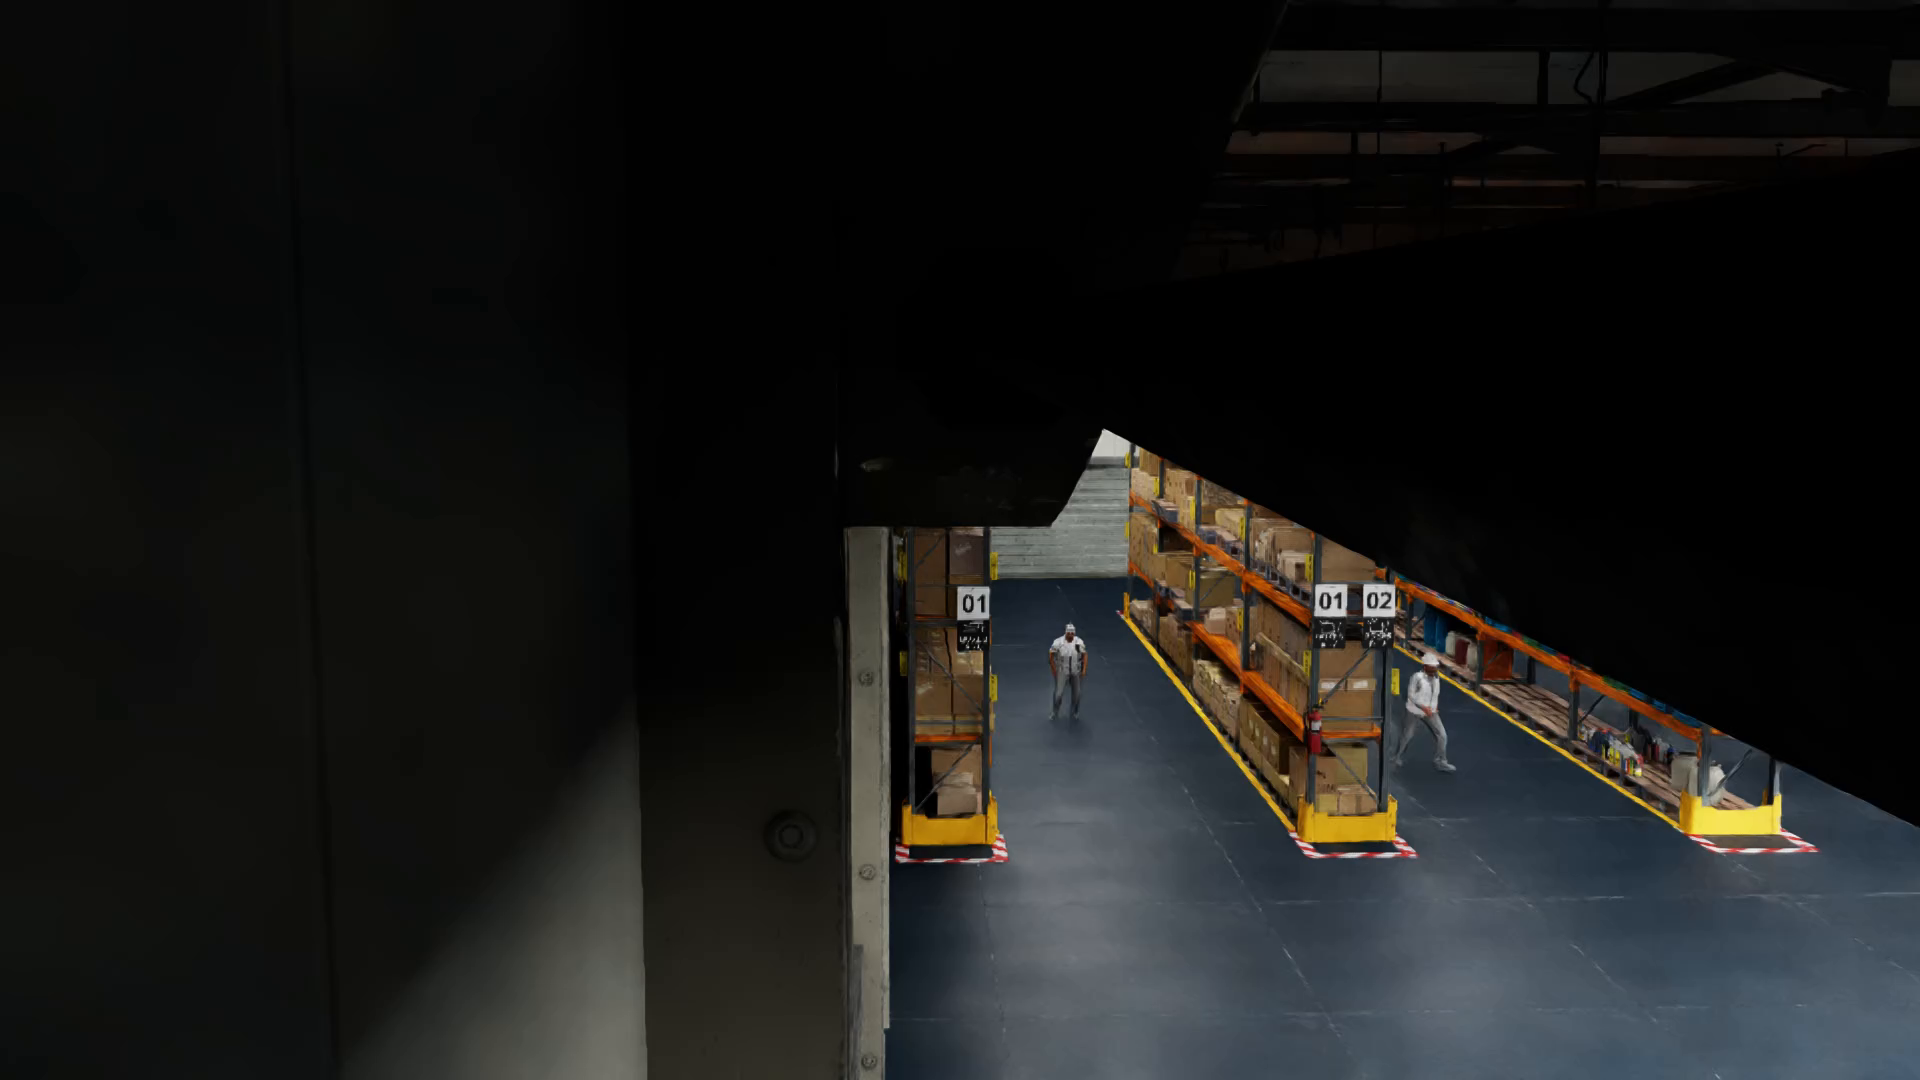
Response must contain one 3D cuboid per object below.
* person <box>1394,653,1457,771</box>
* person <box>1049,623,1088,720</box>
[{"bbox_3d":[6.634,2.431,23.821,0.688,1.710,0.825,-3,8,-20],"label":"person"},{"bbox_3d":[1.745,2.118,26.787,0.625,1.611,0.582,0,7,-4],"label":"person"}]
